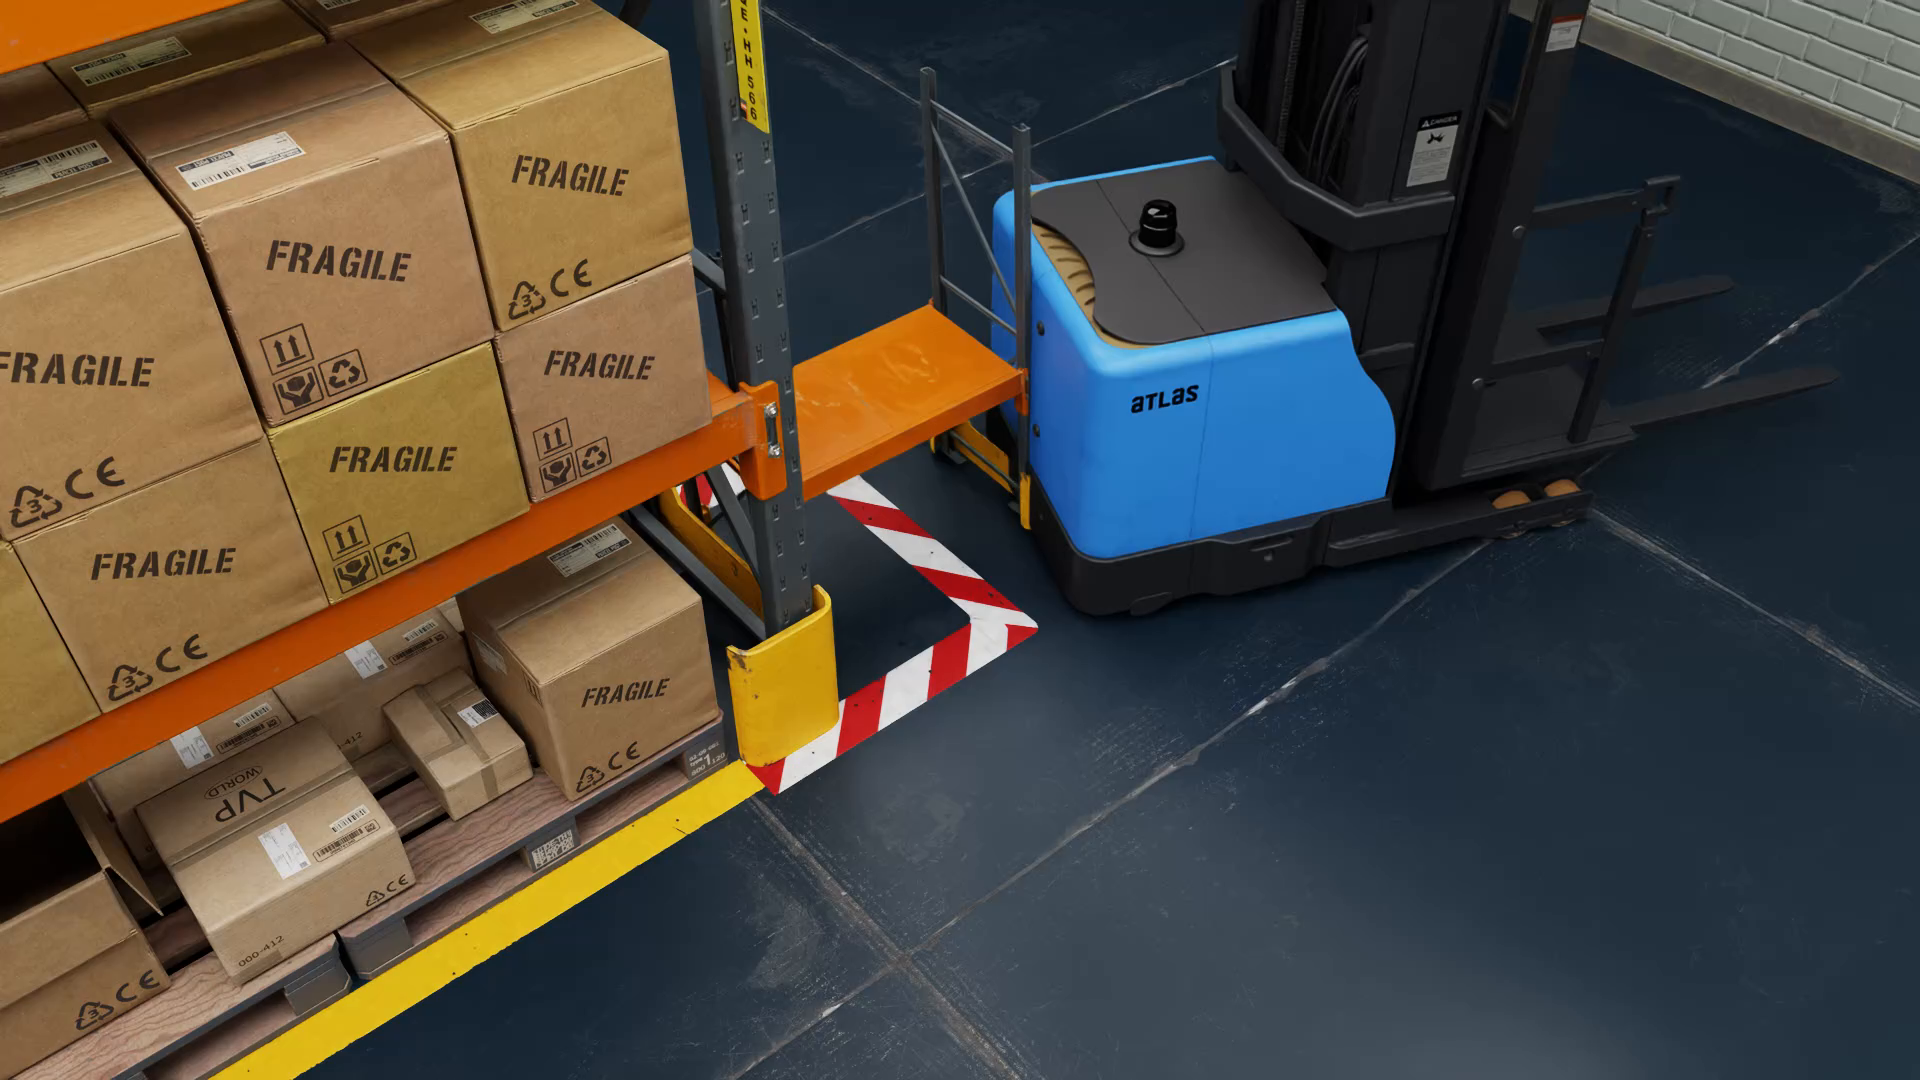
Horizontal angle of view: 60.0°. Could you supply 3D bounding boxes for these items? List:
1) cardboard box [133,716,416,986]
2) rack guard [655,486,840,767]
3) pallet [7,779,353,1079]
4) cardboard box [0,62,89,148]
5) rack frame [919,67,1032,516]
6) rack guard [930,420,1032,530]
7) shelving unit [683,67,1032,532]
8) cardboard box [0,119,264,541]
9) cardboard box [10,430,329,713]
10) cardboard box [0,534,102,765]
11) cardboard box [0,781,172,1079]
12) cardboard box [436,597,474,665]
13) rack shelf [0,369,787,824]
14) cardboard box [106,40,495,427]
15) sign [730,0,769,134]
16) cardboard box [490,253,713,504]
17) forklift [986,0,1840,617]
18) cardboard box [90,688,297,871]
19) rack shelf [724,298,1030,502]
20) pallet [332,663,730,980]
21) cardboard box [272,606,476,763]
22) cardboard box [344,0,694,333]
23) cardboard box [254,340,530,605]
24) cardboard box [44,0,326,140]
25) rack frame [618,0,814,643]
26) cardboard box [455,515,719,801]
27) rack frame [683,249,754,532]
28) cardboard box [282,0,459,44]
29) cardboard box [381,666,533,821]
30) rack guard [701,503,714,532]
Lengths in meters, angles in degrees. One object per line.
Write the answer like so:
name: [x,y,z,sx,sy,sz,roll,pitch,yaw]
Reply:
cardboard box: [-1.803,0.807,4.387,0.500,0.250,0.500,-30,51,-28]
rack guard: [-0.854,0.140,5.236,0.348,0.500,1.175,-30,51,-28]
pallet: [-2.400,1.129,4.394,1.213,0.211,1.003,-30,51,-28]
cardboard box: [-2.088,-0.698,3.499,0.500,0.500,0.500,-29,50,-27]
rack frame: [0.067,-0.751,5.404,0.032,1.500,0.500,-28,48,-25]
rack guard: [0.089,-0.292,5.828,0.087,0.250,0.587,-28,48,-25]
shelving unit: [-0.332,-0.536,5.194,1.083,1.500,0.587,-28,48,-25]
cardboard box: [-1.742,-0.413,3.195,0.500,0.500,0.500,-28,50,-27]
cardboard box: [-1.746,-0.056,3.545,0.500,0.500,0.500,-29,51,-28]
cardboard box: [-2.133,0.166,3.309,0.500,0.500,0.500,-31,51,-28]
cardboard box: [-2.426,0.874,4.131,0.637,0.503,0.797,-30,51,-28]
cardboard box: [-1.529,0.181,5.114,0.250,0.166,0.380,-30,51,-28]
rack shelf: [-2.330,0.336,3.727,4.000,0.370,1.077,-30,51,-28]
cardboard box: [-1.348,-0.643,3.441,0.500,0.500,0.500,-28,50,-27]
sign: [-0.455,-1.042,3.591,0.005,0.325,0.100,-30,51,-28]
cardboard box: [-0.965,-0.501,4.020,0.500,0.500,0.500,-28,50,-27]
forklift: [1.668,-1.408,5.109,3.031,2.935,1.130,-12,45,-13]
cardboard box: [-2.162,0.566,4.643,0.500,0.250,0.500,-30,51,-28]
rack shelf: [-0.332,-0.400,5.312,1.000,0.185,0.538,-28,48,-25]
pallet: [-1.465,0.596,4.962,1.213,0.211,1.003,-30,51,-28]
cardboard box: [-1.778,0.347,4.877,0.500,0.250,0.500,-30,51,-28]
cardboard box: [-0.961,-0.866,3.677,0.500,0.500,0.500,-30,51,-28]
cardboard box: [-1.360,-0.272,3.775,0.500,0.500,0.500,-29,51,-28]
cardboard box: [-1.701,-0.916,3.730,0.500,0.500,0.500,-29,51,-27]
rack frame: [-0.796,-0.805,4.416,0.127,3.000,1.000,-30,51,-28]
cardboard box: [-1.055,0.314,4.729,0.500,0.500,0.500,-30,51,-28]
rack frame: [-0.744,-0.313,4.975,0.032,1.500,0.500,-28,48,-25]
cardboard box: [-1.305,-1.149,3.979,0.500,0.500,0.500,-28,50,-27]
cardboard box: [-1.423,0.567,4.704,0.250,0.166,0.380,-30,51,-28]
rack guard: [-0.706,0.137,5.408,0.087,0.250,0.587,-28,48,-25]
